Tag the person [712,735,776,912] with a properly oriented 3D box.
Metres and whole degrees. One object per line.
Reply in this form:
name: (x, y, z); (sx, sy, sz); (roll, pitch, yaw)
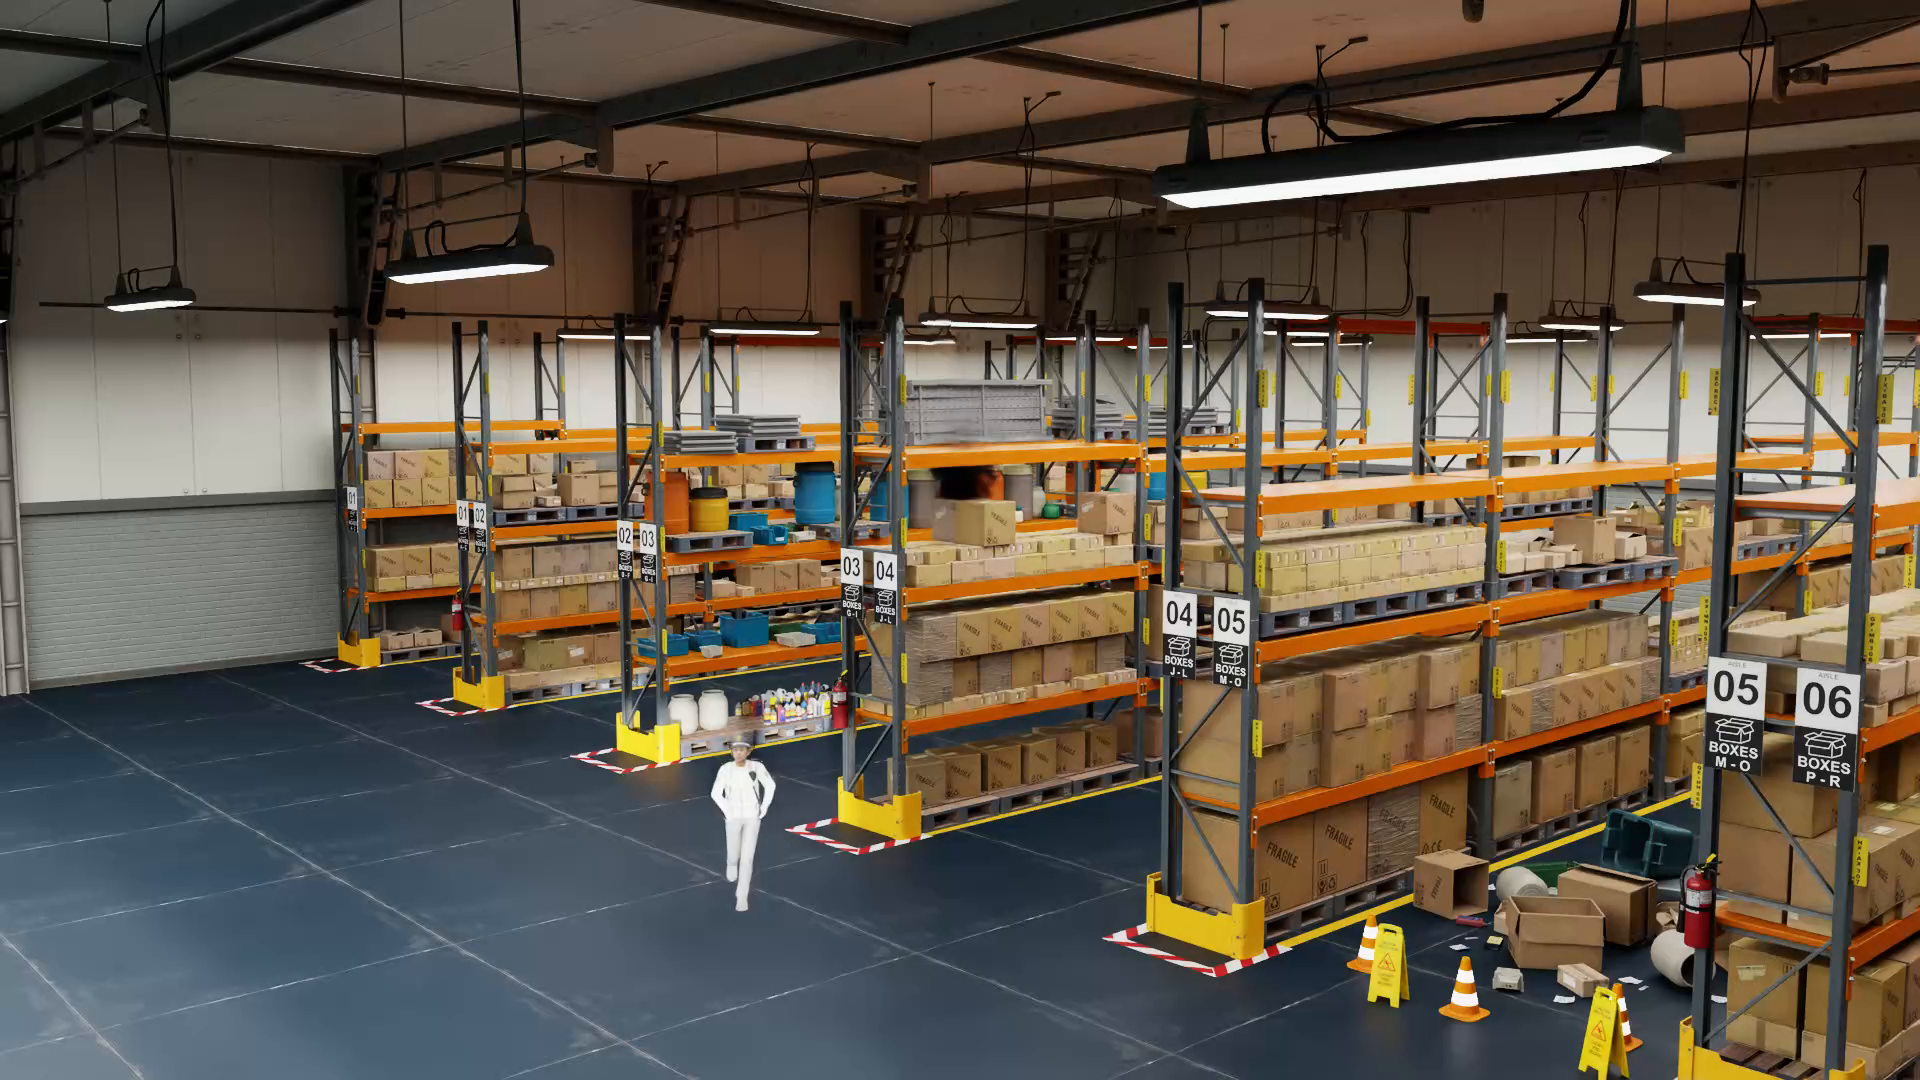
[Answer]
person: (-2.129, 2.729, 16.389); (0.624, 1.696, 0.791); (0, 6, -4)
